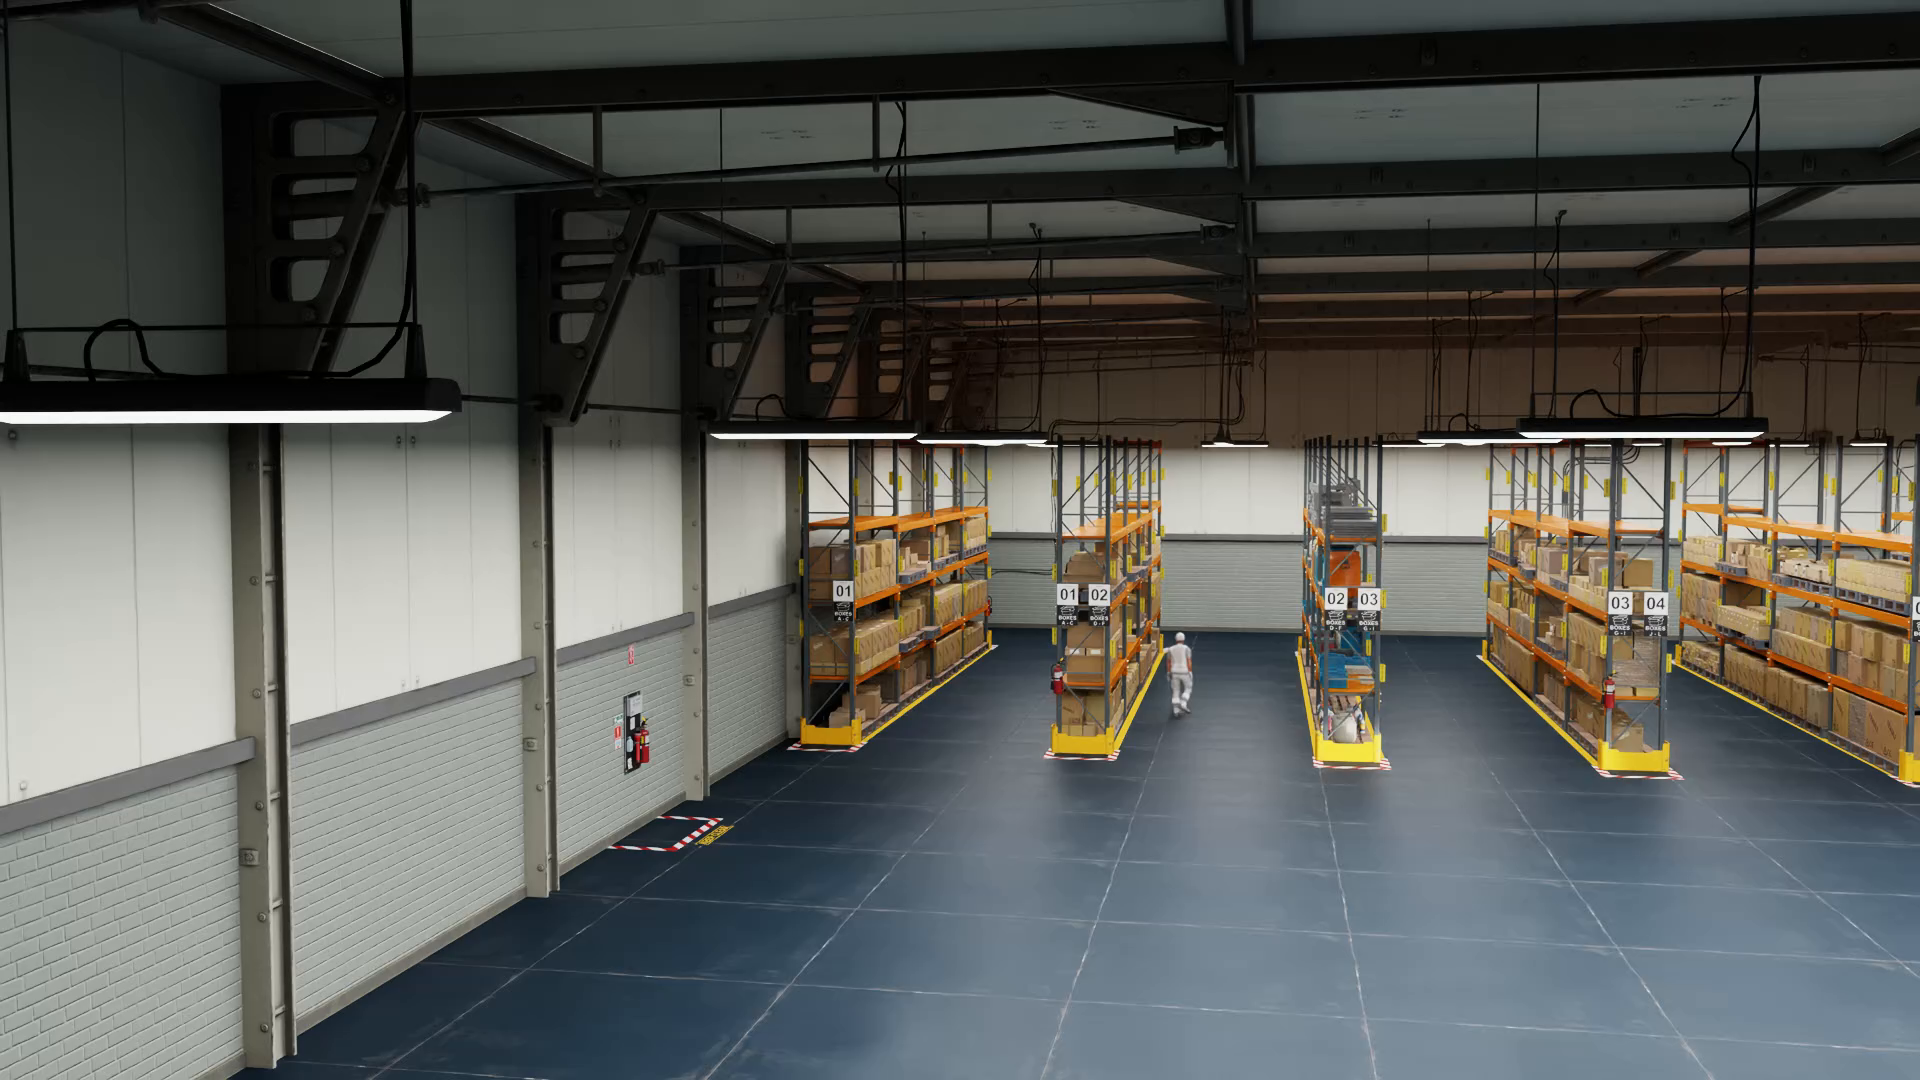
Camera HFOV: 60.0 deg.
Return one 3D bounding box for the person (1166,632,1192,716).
[{"bbox_3d":[4.745,2.878,35.848,0.590,1.772,0.497,1,3,26],"label":"person"}]
